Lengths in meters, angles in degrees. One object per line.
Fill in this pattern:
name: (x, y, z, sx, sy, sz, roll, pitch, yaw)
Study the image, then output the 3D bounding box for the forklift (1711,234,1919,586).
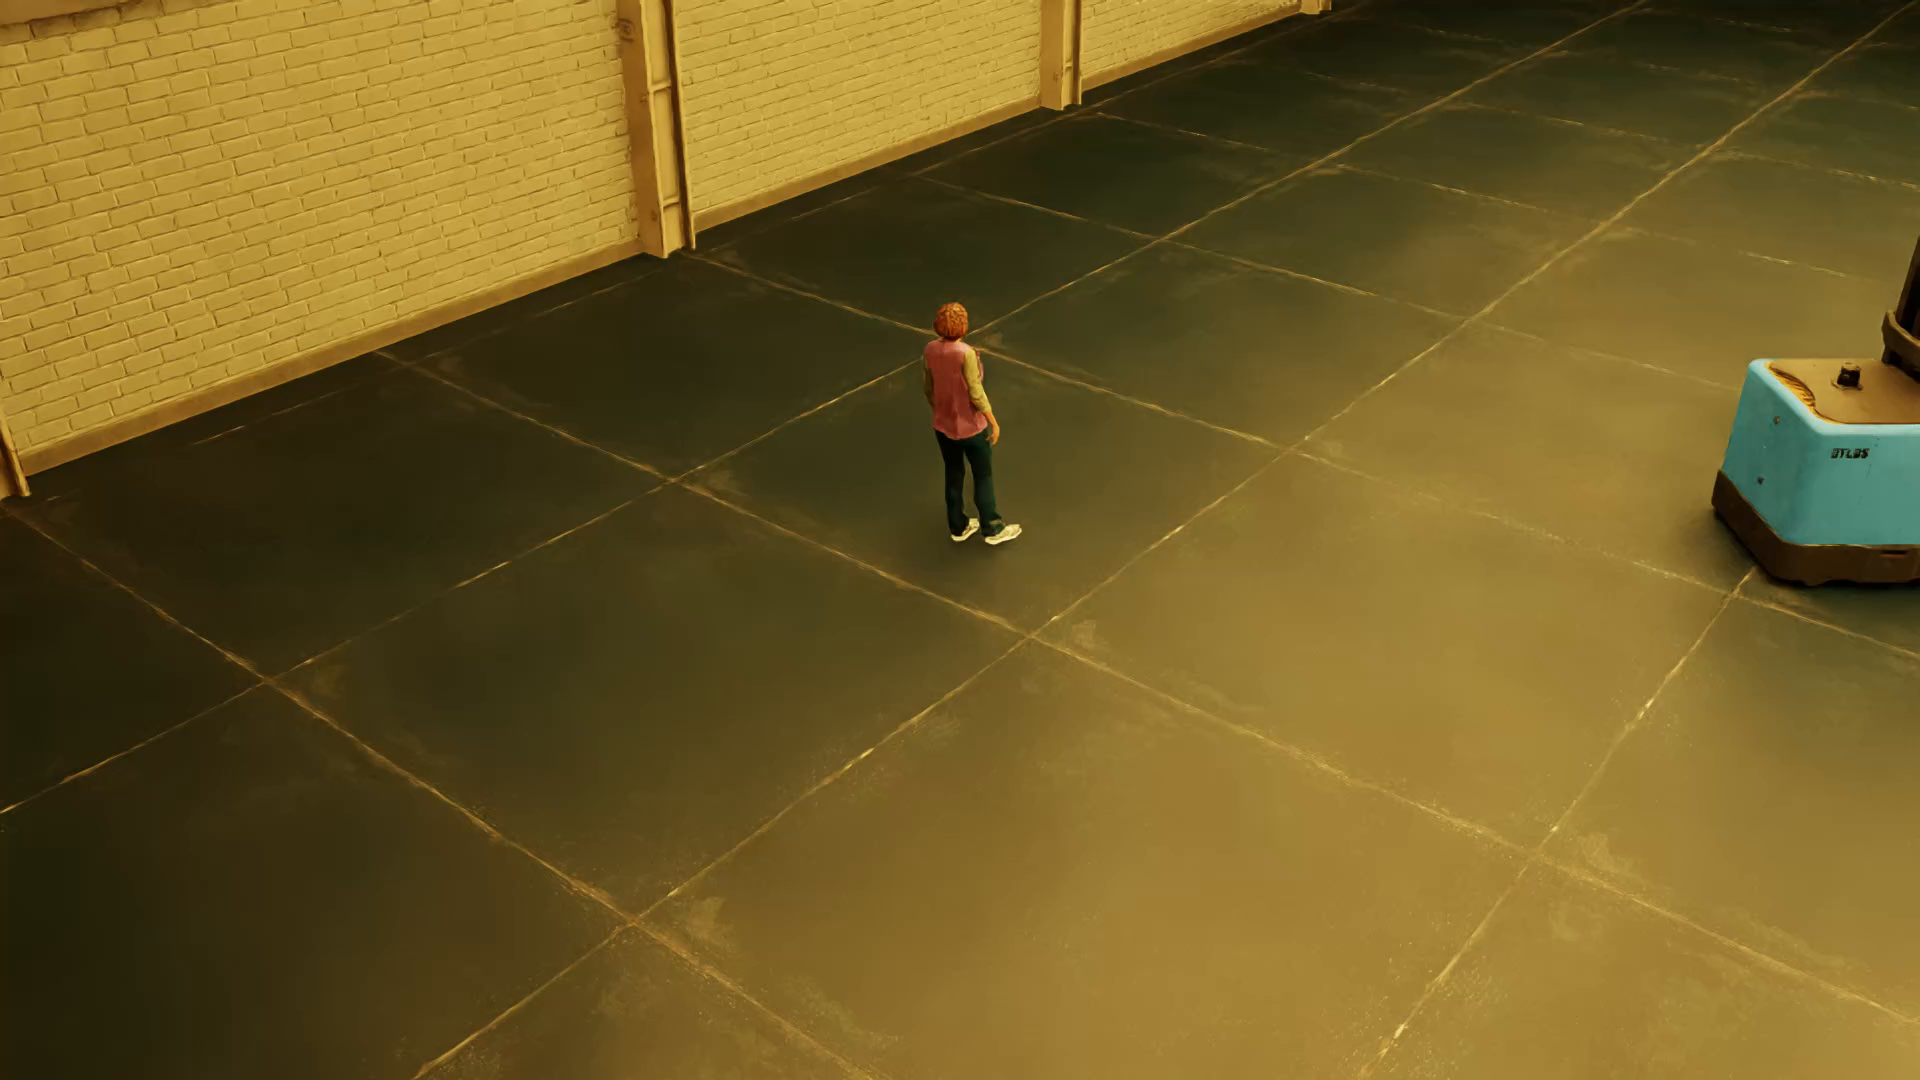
forklift: (6.385, -1.236, 9.710, 3.031, 2.935, 1.130, 0, 30, 0)

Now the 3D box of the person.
person: (0.057, -0.720, 10.136, 0.520, 1.597, 0.474, 22, 37, 33)
